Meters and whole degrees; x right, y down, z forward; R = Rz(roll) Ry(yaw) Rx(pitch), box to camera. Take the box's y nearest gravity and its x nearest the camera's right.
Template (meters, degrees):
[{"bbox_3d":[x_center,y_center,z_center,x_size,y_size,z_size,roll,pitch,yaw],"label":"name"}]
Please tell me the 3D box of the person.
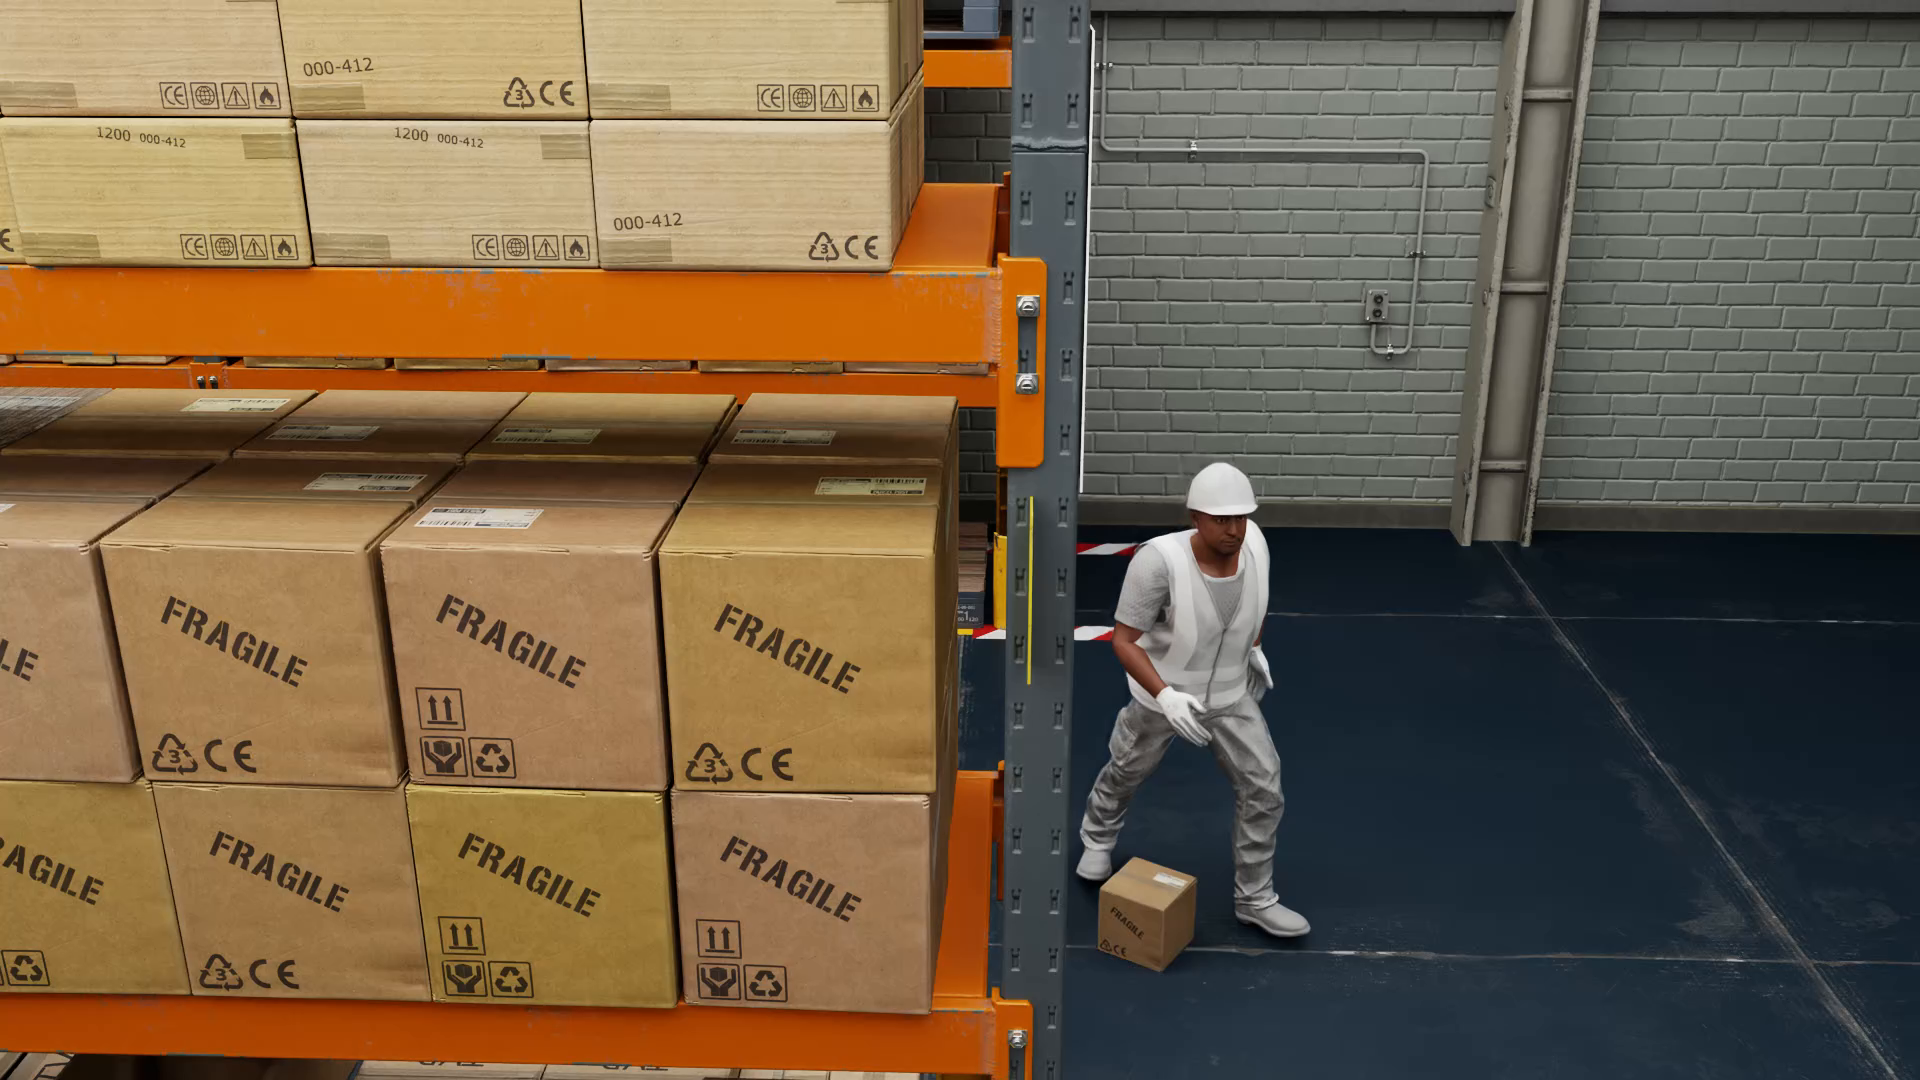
[{"bbox_3d":[0.786,0.513,5.737,0.680,1.722,0.868,-7,22,-17],"label":"person"}]
